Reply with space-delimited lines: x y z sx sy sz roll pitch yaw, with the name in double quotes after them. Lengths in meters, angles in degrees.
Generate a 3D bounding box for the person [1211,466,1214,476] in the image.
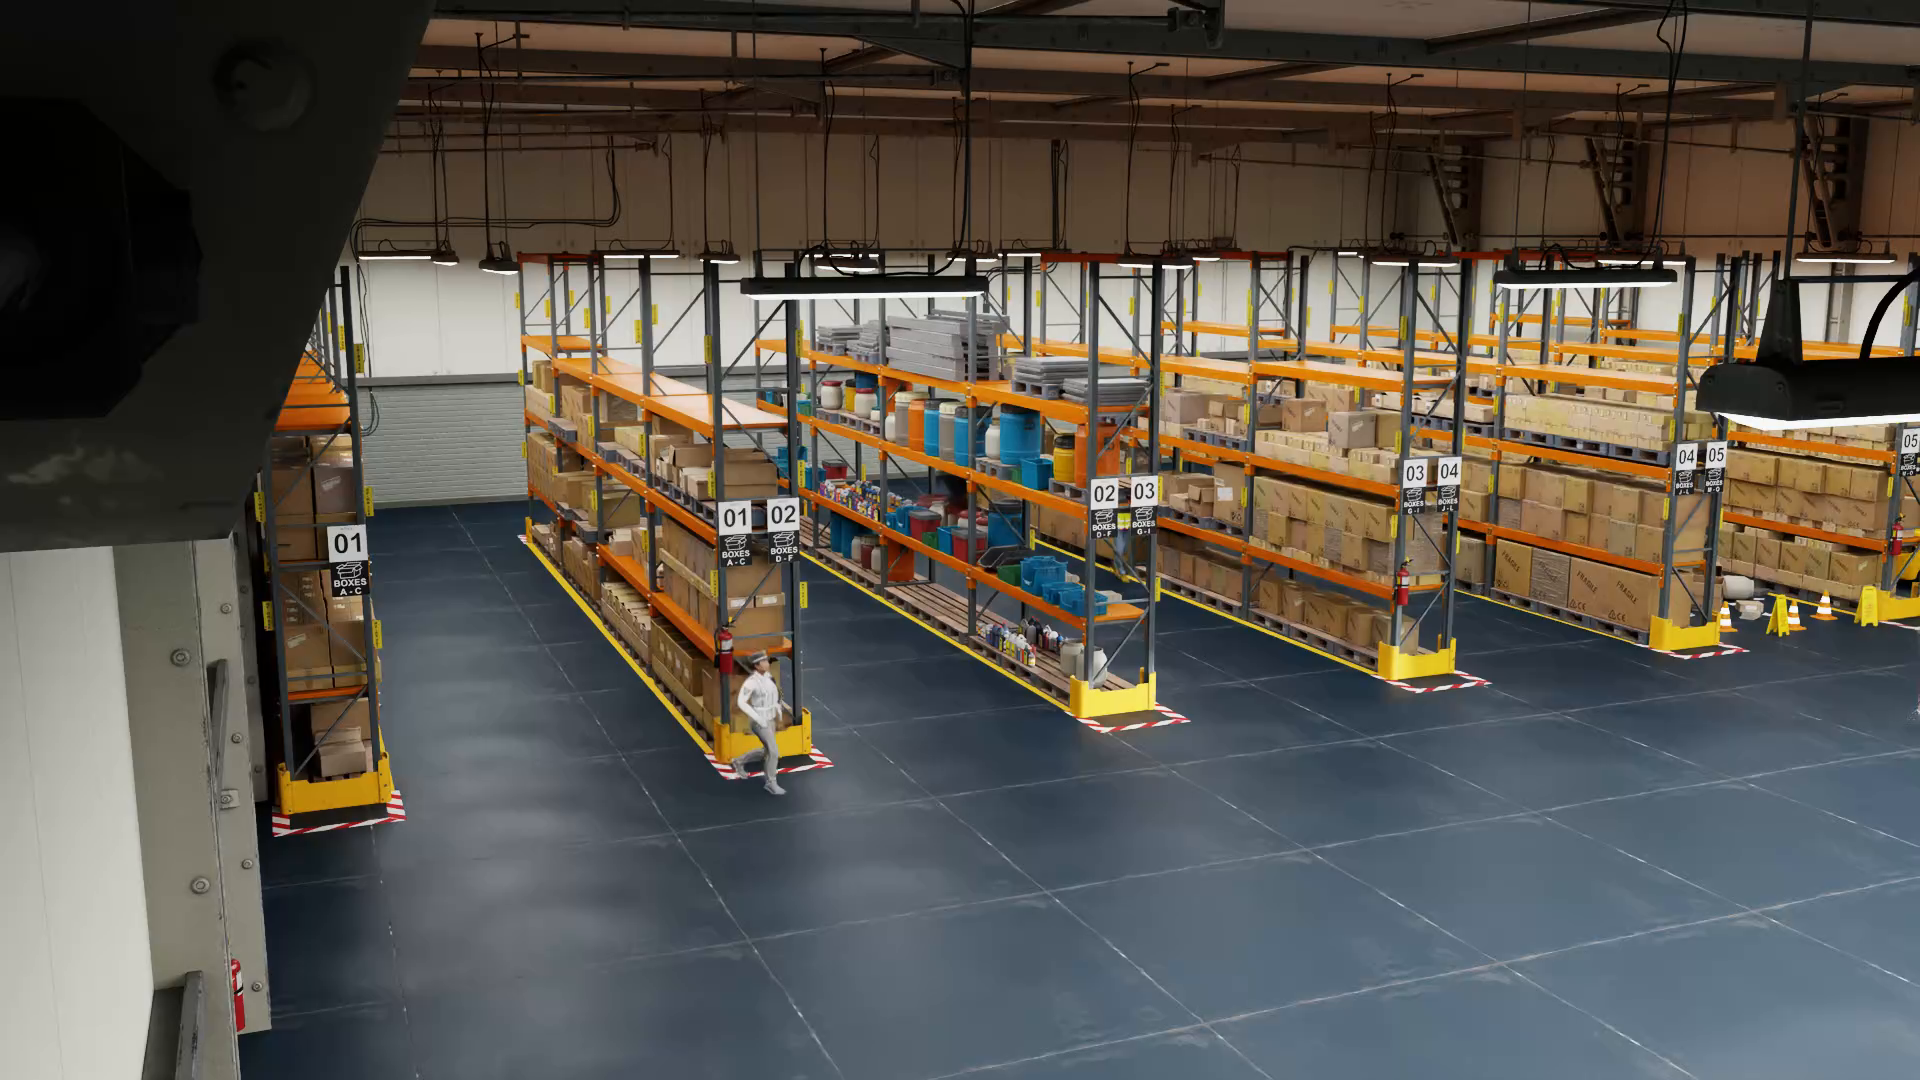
6.460 -1.947 41.128 0.732 1.641 0.751 9 14 41 "person"

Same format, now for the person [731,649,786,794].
-2.330 2.076 19.162 0.715 1.690 0.665 4 11 18 "person"

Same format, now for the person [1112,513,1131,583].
2.849 -0.176 29.509 0.701 1.801 0.777 -4 11 -21 "person"

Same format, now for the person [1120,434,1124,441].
3.725 -1.660 39.332 0.733 1.705 0.946 1 10 3 "person"
